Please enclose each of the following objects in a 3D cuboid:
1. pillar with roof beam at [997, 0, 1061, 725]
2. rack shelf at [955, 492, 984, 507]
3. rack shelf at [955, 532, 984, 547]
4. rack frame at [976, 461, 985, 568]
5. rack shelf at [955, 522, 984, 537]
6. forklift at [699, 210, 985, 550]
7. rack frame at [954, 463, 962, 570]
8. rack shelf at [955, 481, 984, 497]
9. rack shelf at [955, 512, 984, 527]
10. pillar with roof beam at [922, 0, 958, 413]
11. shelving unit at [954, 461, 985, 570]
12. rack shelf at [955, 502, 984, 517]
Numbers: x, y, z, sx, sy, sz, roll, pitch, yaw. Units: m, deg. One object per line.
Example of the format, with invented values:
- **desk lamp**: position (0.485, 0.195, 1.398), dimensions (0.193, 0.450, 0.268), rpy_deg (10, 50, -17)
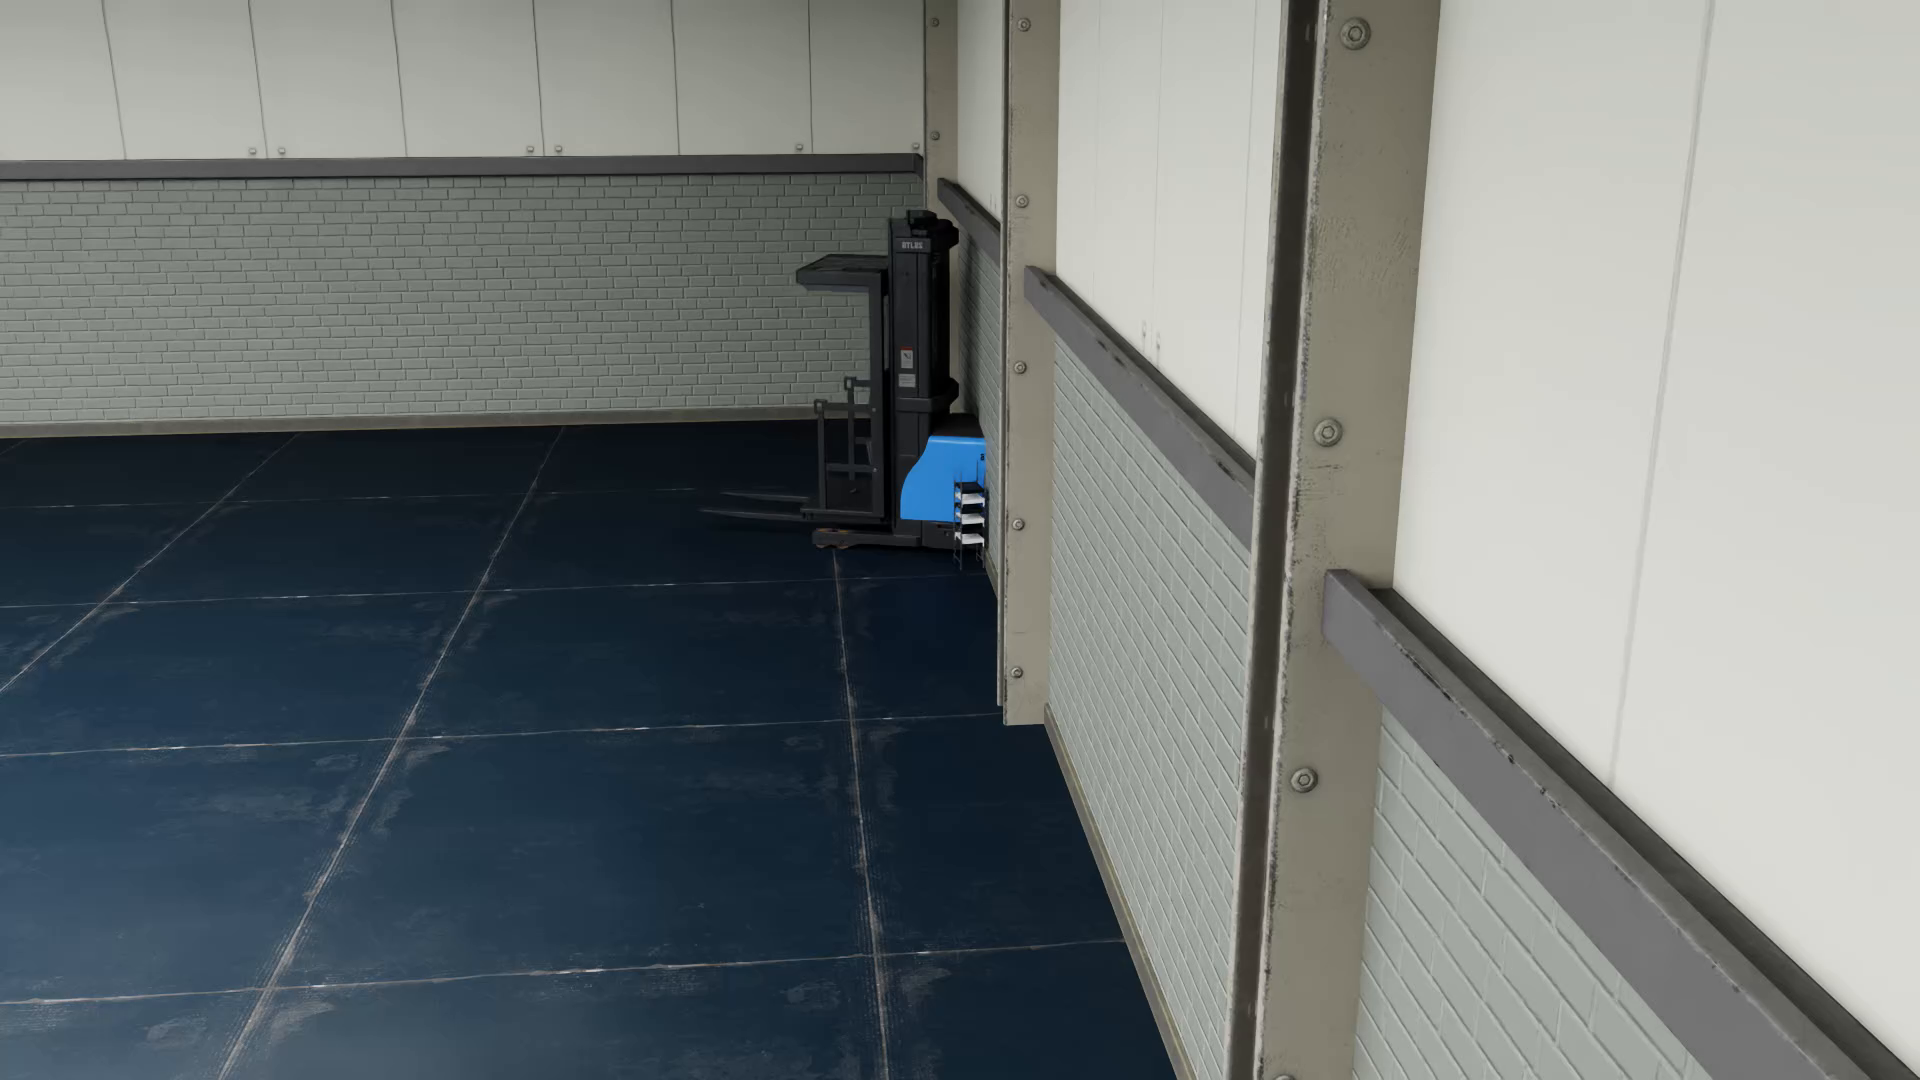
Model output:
- **pillar with roof beam**: position (-3.849, -2.970, 9.685), dimensions (9.100, 9.000, 0.400), rpy_deg (-2, 18, -6)
- **rack shelf**: position (0.079, -0.350, 14.365), dimensions (0.200, 0.077, 0.258), rpy_deg (-5, 19, -15)
- **rack shelf**: position (0.078, -0.008, 14.478), dimensions (0.200, 0.077, 0.258), rpy_deg (-5, 19, -15)
- **rack frame**: position (0.177, -0.218, 14.437), dimensions (0.006, 0.900, 0.240), rpy_deg (-5, 19, -15)
- **rack shelf**: position (0.078, -0.093, 14.449), dimensions (0.200, 0.077, 0.258), rpy_deg (-5, 19, -15)
- **forklift**: position (-0.869, -1.467, 15.030), dimensions (3.031, 2.935, 1.130), rpy_deg (4, 18, 11)
- **rack frame**: position (-0.019, -0.202, 14.385), dimensions (0.006, 0.900, 0.240), rpy_deg (-5, 19, -15)
- **rack shelf**: position (0.080, -0.435, 14.337), dimensions (0.200, 0.077, 0.258), rpy_deg (-5, 19, -15)
- **rack shelf**: position (0.079, -0.179, 14.421), dimensions (0.200, 0.077, 0.258), rpy_deg (-5, 19, -15)
- **pillar with roof beam**: position (-4.468, -4.757, 15.379), dimensions (9.100, 9.000, 0.400), rpy_deg (-2, 18, -6)
- **shelving unit**: position (0.079, -0.210, 14.411), dimensions (0.210, 0.900, 0.258), rpy_deg (-5, 19, -15)
- **rack shelf**: position (0.079, -0.264, 14.393), dimensions (0.200, 0.077, 0.258), rpy_deg (-5, 19, -15)
